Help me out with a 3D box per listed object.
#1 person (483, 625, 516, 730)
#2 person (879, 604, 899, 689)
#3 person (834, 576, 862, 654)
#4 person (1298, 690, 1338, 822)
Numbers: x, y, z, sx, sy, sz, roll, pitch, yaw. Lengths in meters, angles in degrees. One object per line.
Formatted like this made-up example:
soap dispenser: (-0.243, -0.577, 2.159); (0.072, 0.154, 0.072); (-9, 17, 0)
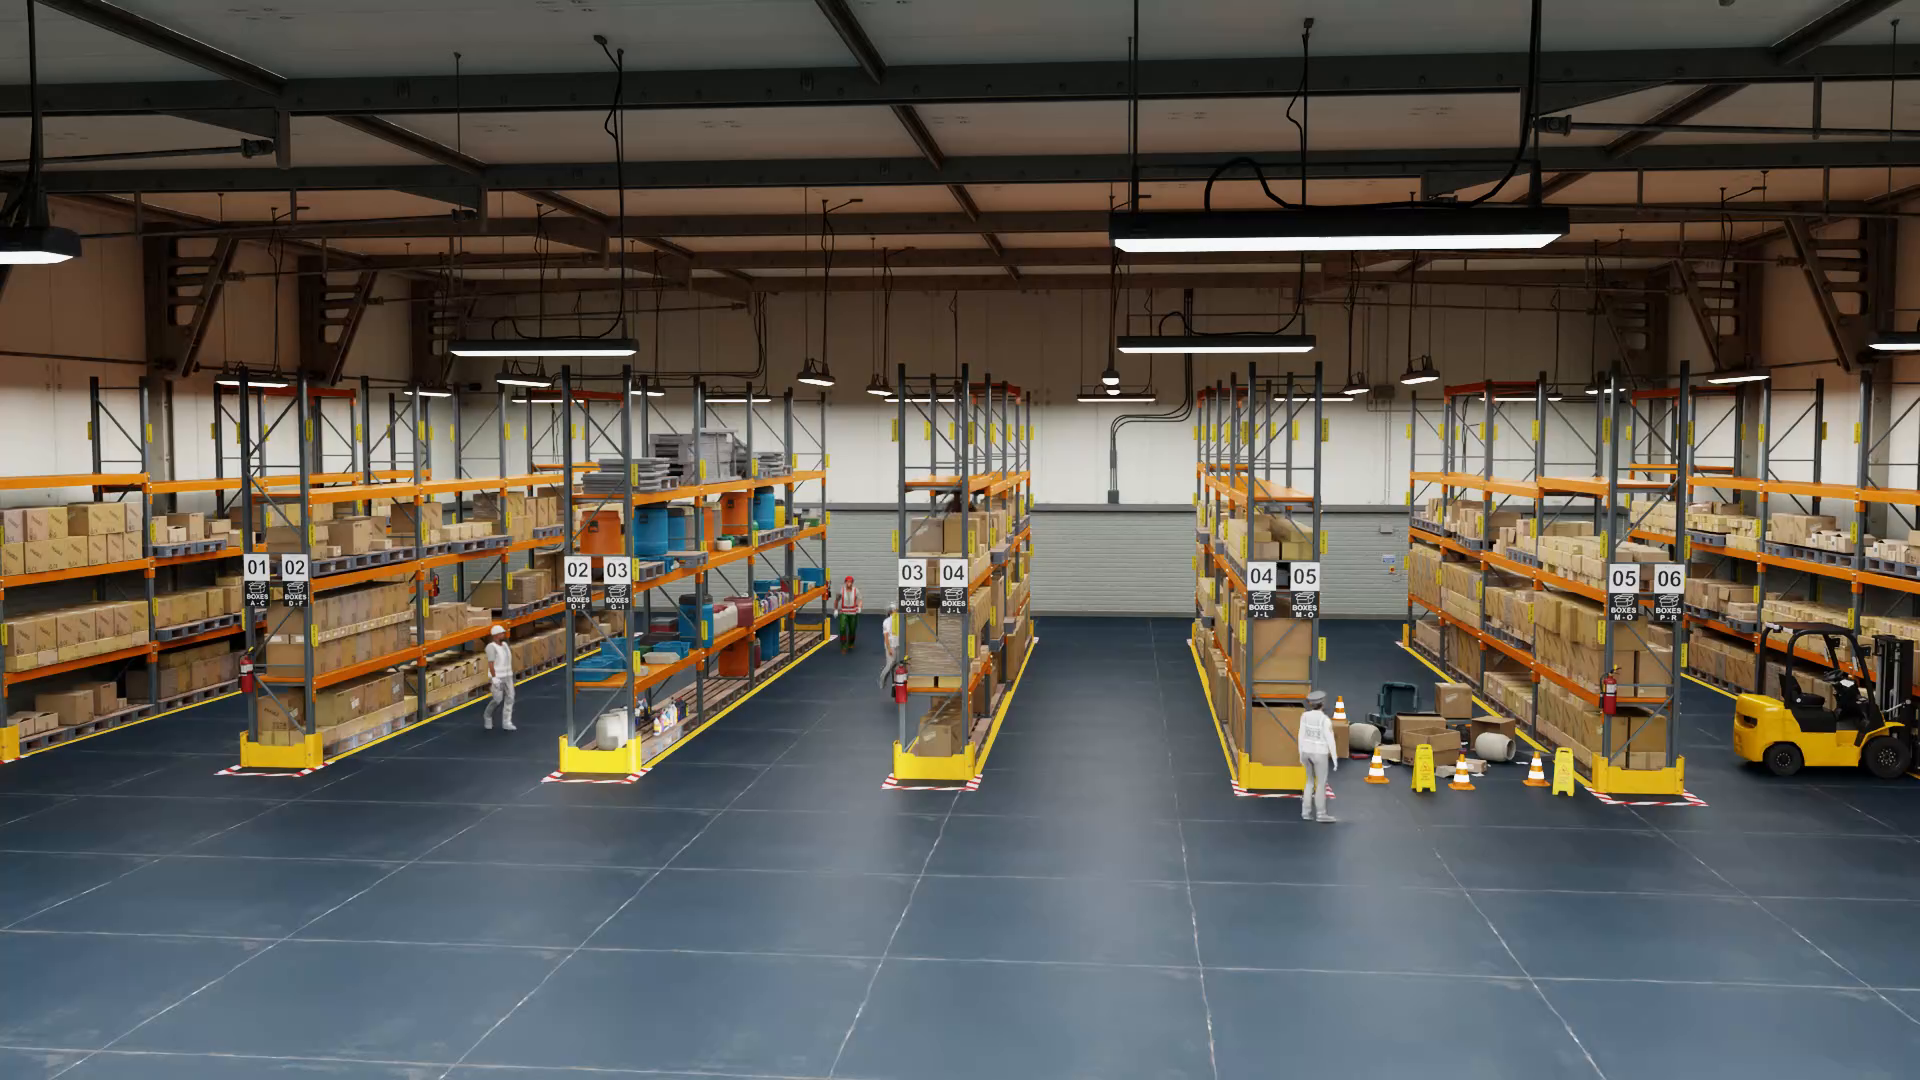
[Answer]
person: (-7.768, 2.321, 28.131); (0.618, 1.775, 0.605); (2, 4, 31)
person: (-1.195, 2.017, 30.841); (0.515, 1.656, 0.517); (-2, 4, -29)
person: (-2.565, 1.722, 38.078); (0.677, 1.813, 0.877); (0, 4, 5)
person: (4.627, 2.816, 21.435); (0.370, 1.748, 0.546); (-3, 5, -36)
